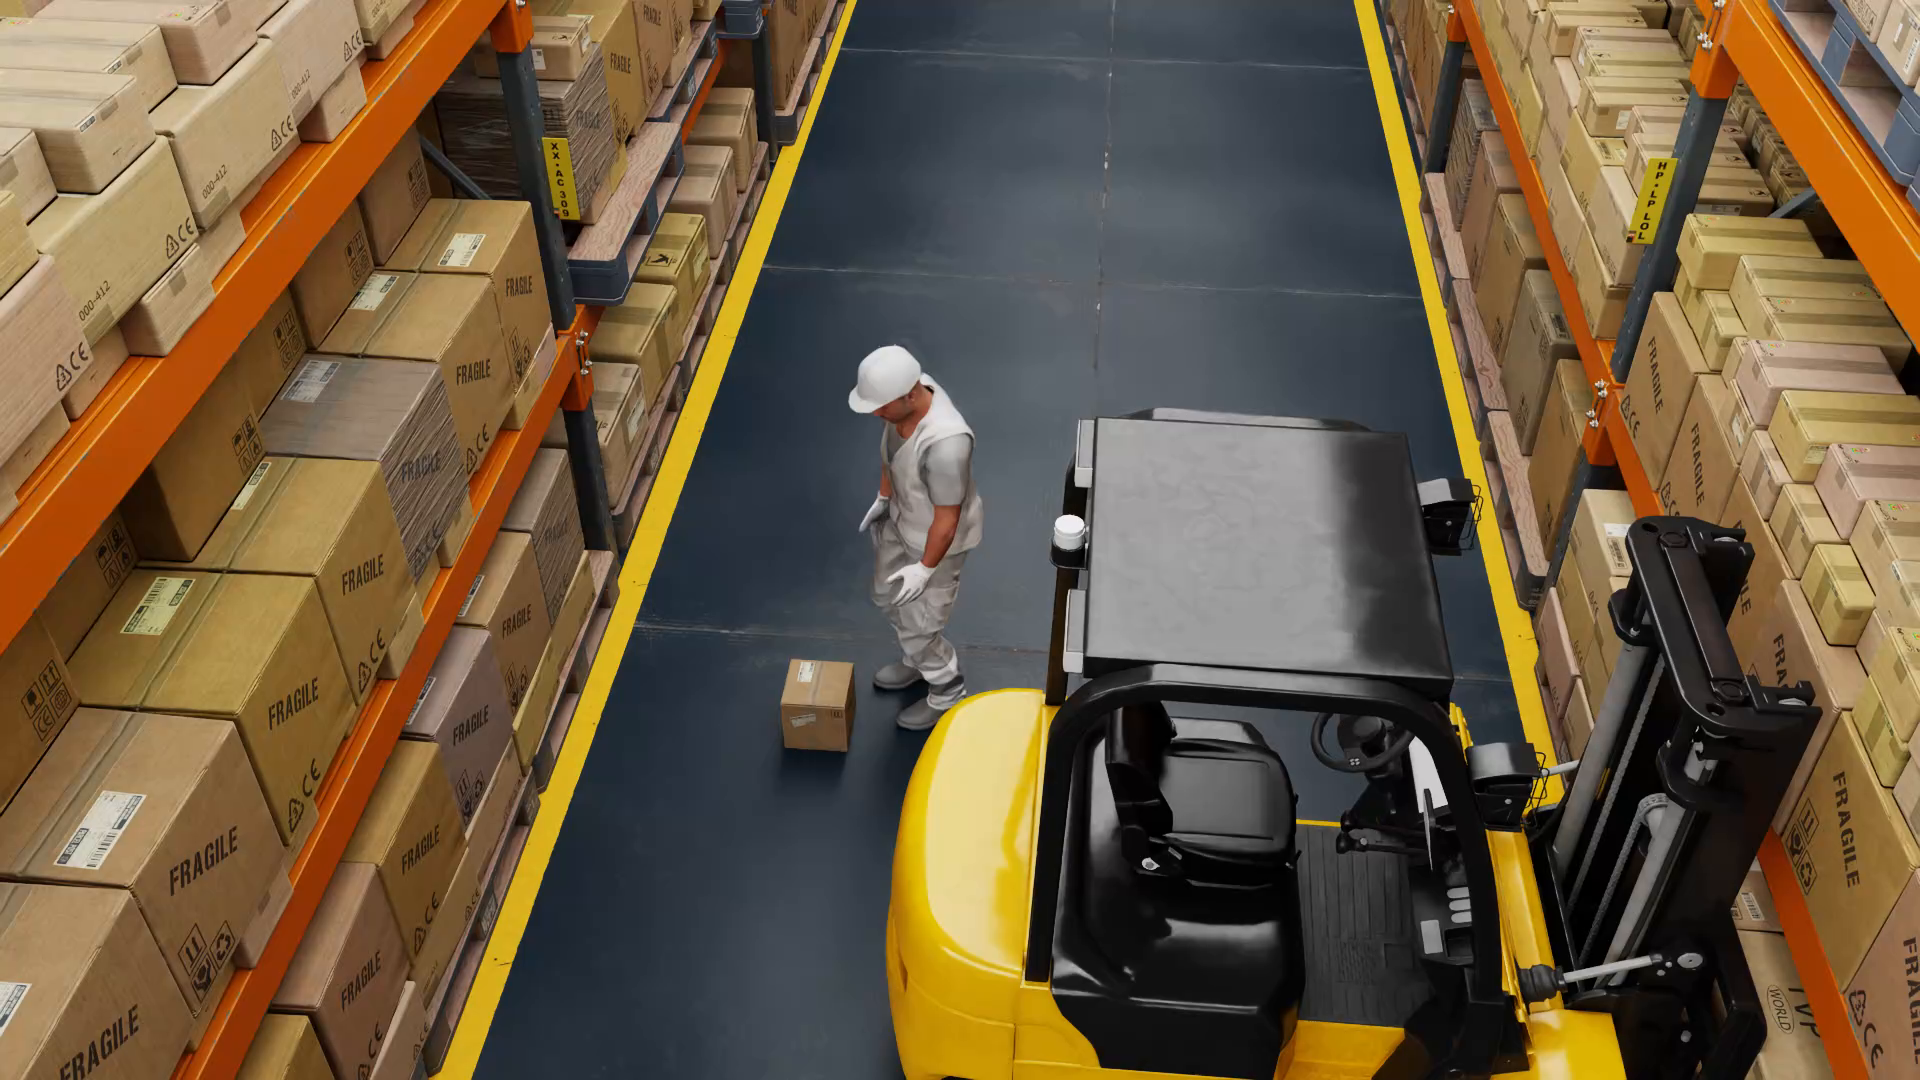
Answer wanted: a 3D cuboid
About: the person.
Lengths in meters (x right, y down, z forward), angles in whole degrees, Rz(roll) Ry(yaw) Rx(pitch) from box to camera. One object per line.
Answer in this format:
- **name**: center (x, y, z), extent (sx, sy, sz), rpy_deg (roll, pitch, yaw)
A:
- **person**: center (-0.159, -0.005, 6.195), extent (0.477, 1.724, 0.547), rpy_deg (-15, 42, -17)
